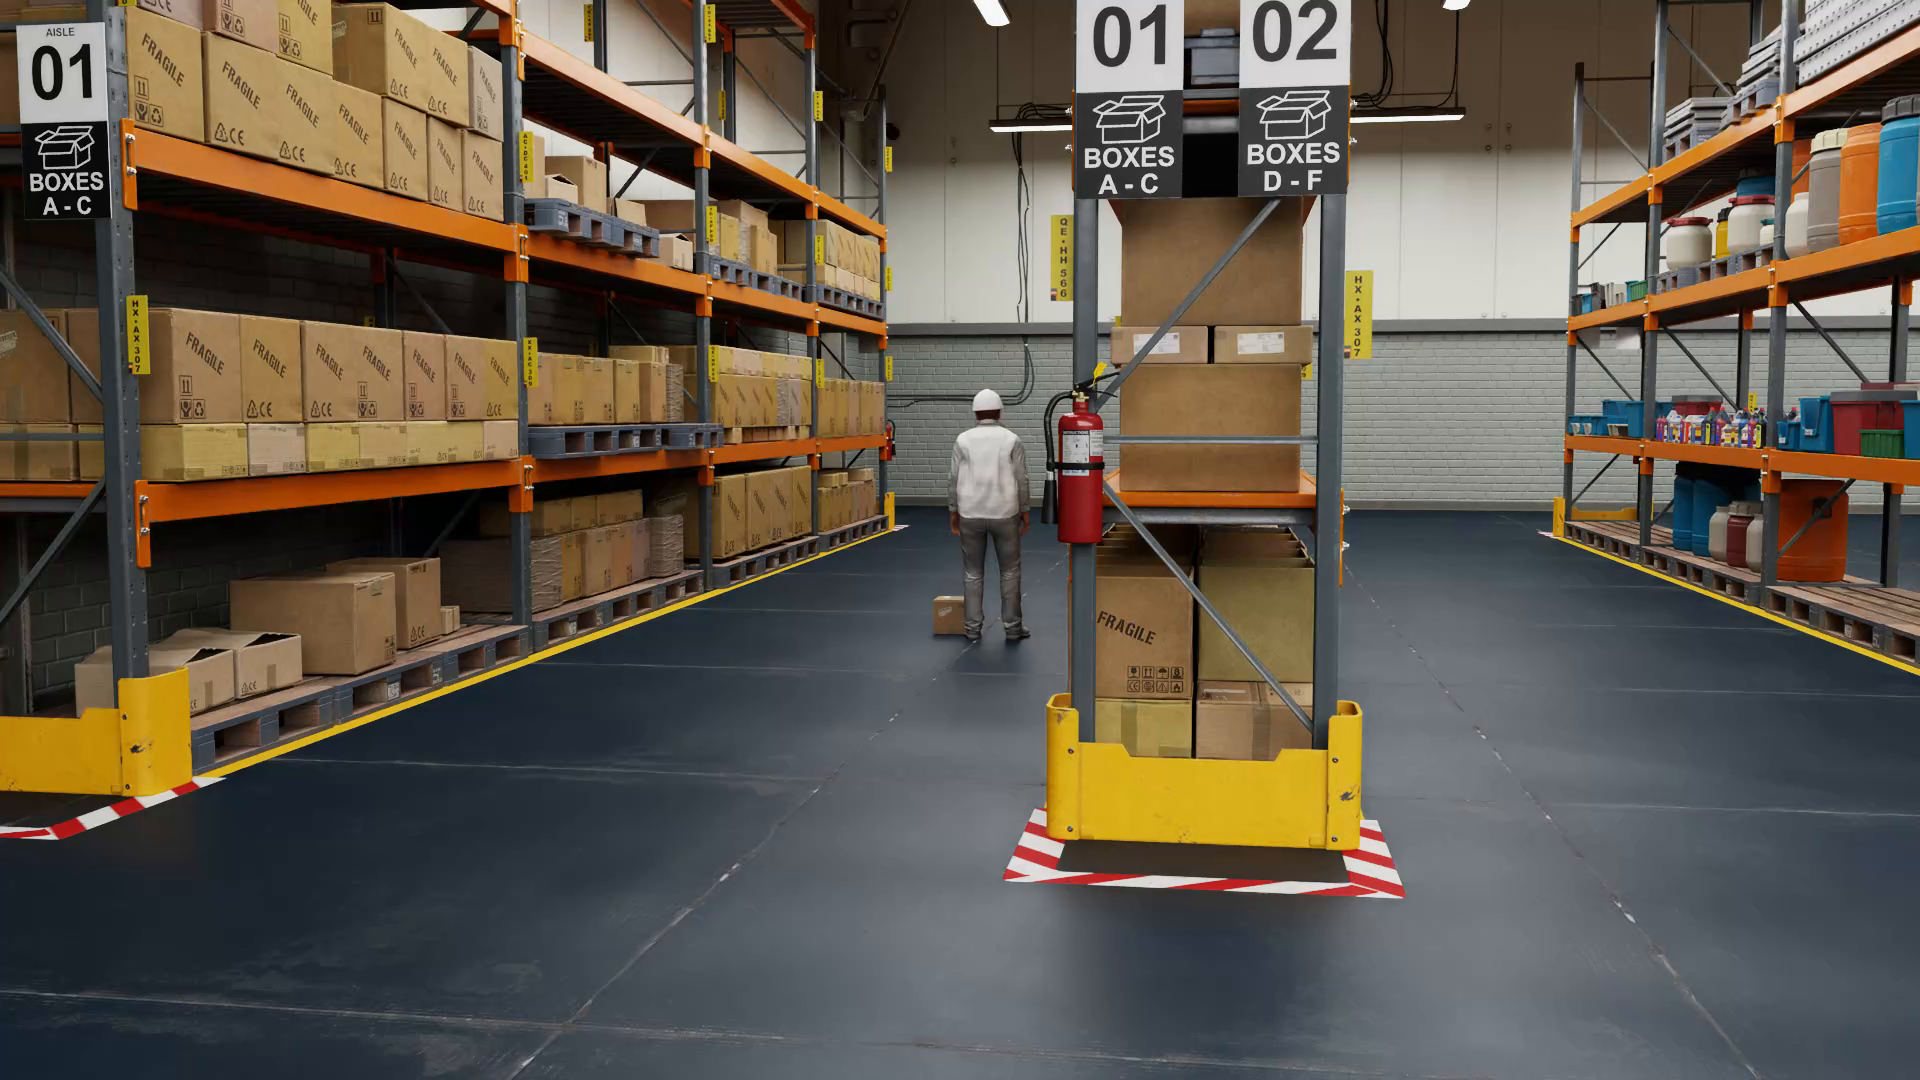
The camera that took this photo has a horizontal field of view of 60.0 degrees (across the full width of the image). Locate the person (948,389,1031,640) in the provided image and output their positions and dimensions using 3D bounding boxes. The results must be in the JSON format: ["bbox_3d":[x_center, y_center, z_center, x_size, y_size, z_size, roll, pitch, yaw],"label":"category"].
[{"bbox_3d":[0.210,-0.183,11.842,0.587,1.768,0.465,1,4,8],"label":"person"}]
